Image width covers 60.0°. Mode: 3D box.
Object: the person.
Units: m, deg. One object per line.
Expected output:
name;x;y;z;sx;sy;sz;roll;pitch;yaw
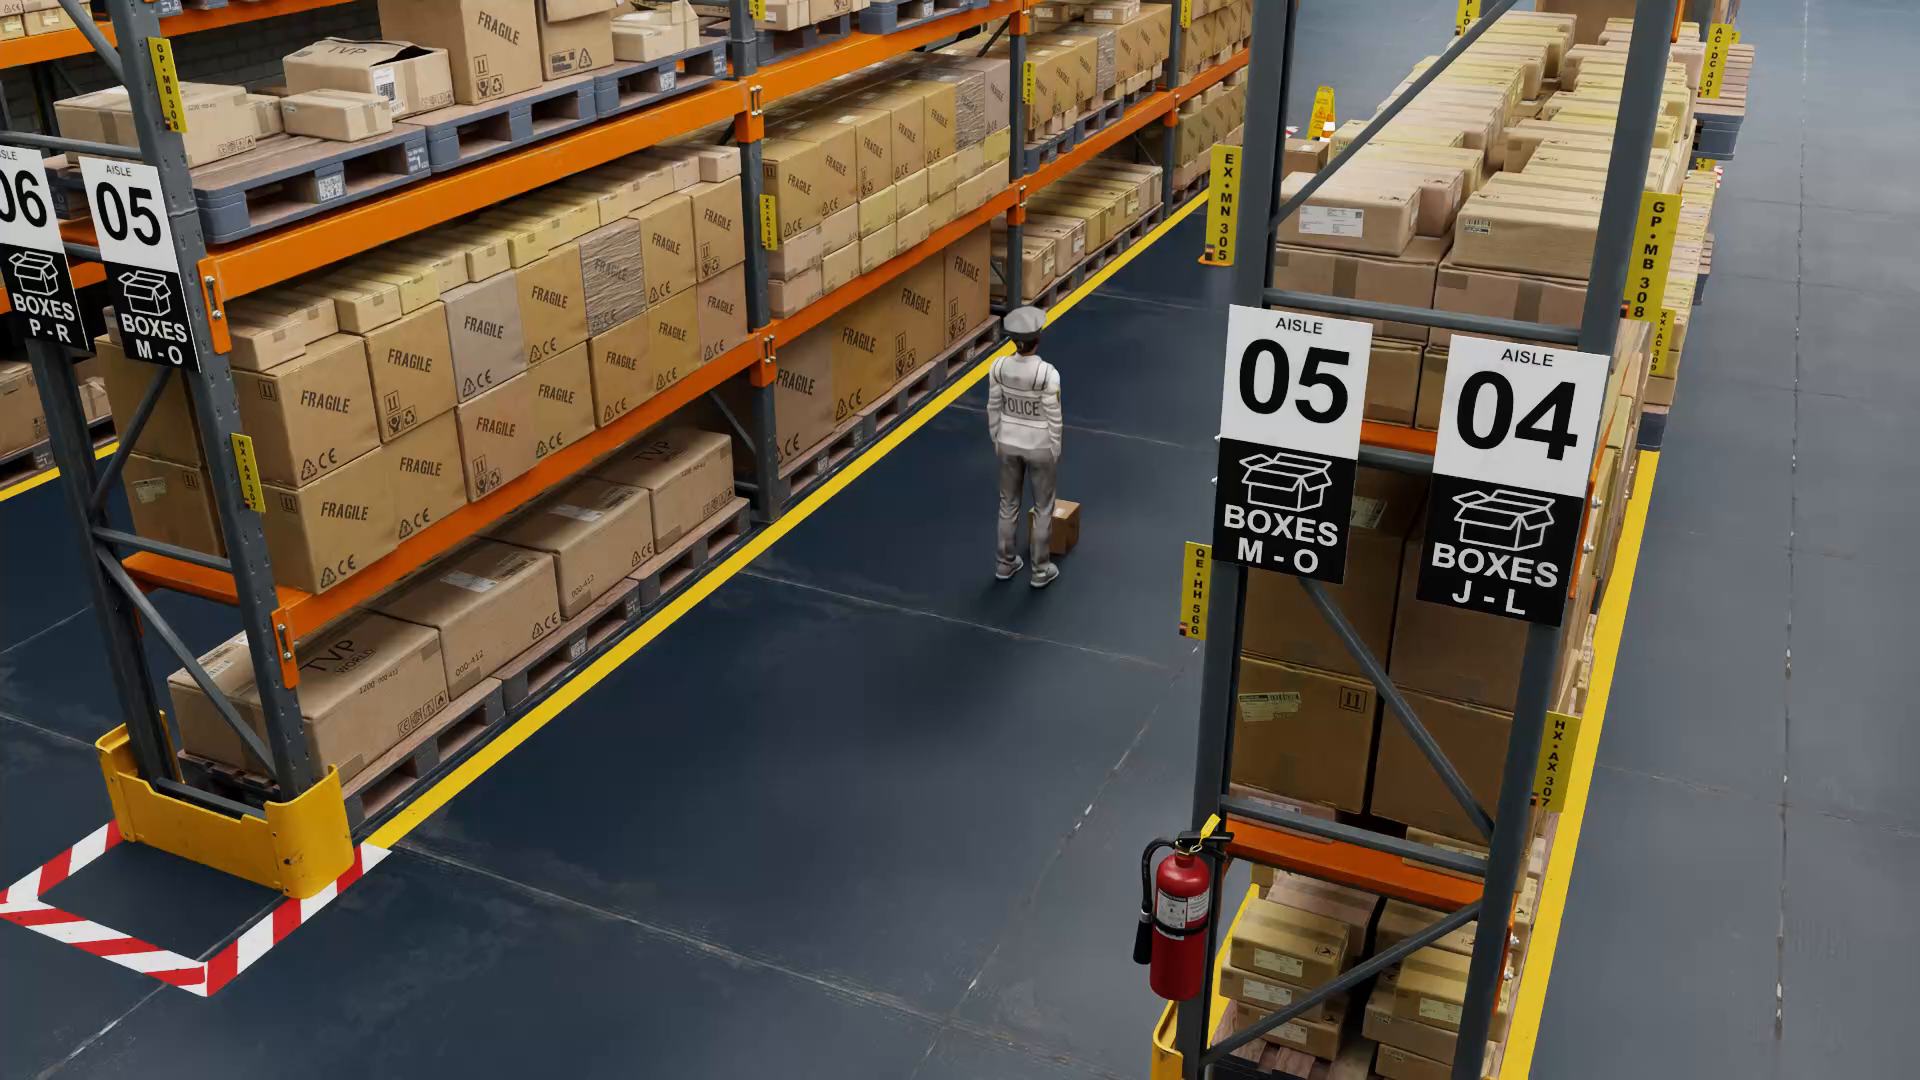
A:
person;0.384;-0.539;9.690;0.467;1.679;0.341;12;29;23
